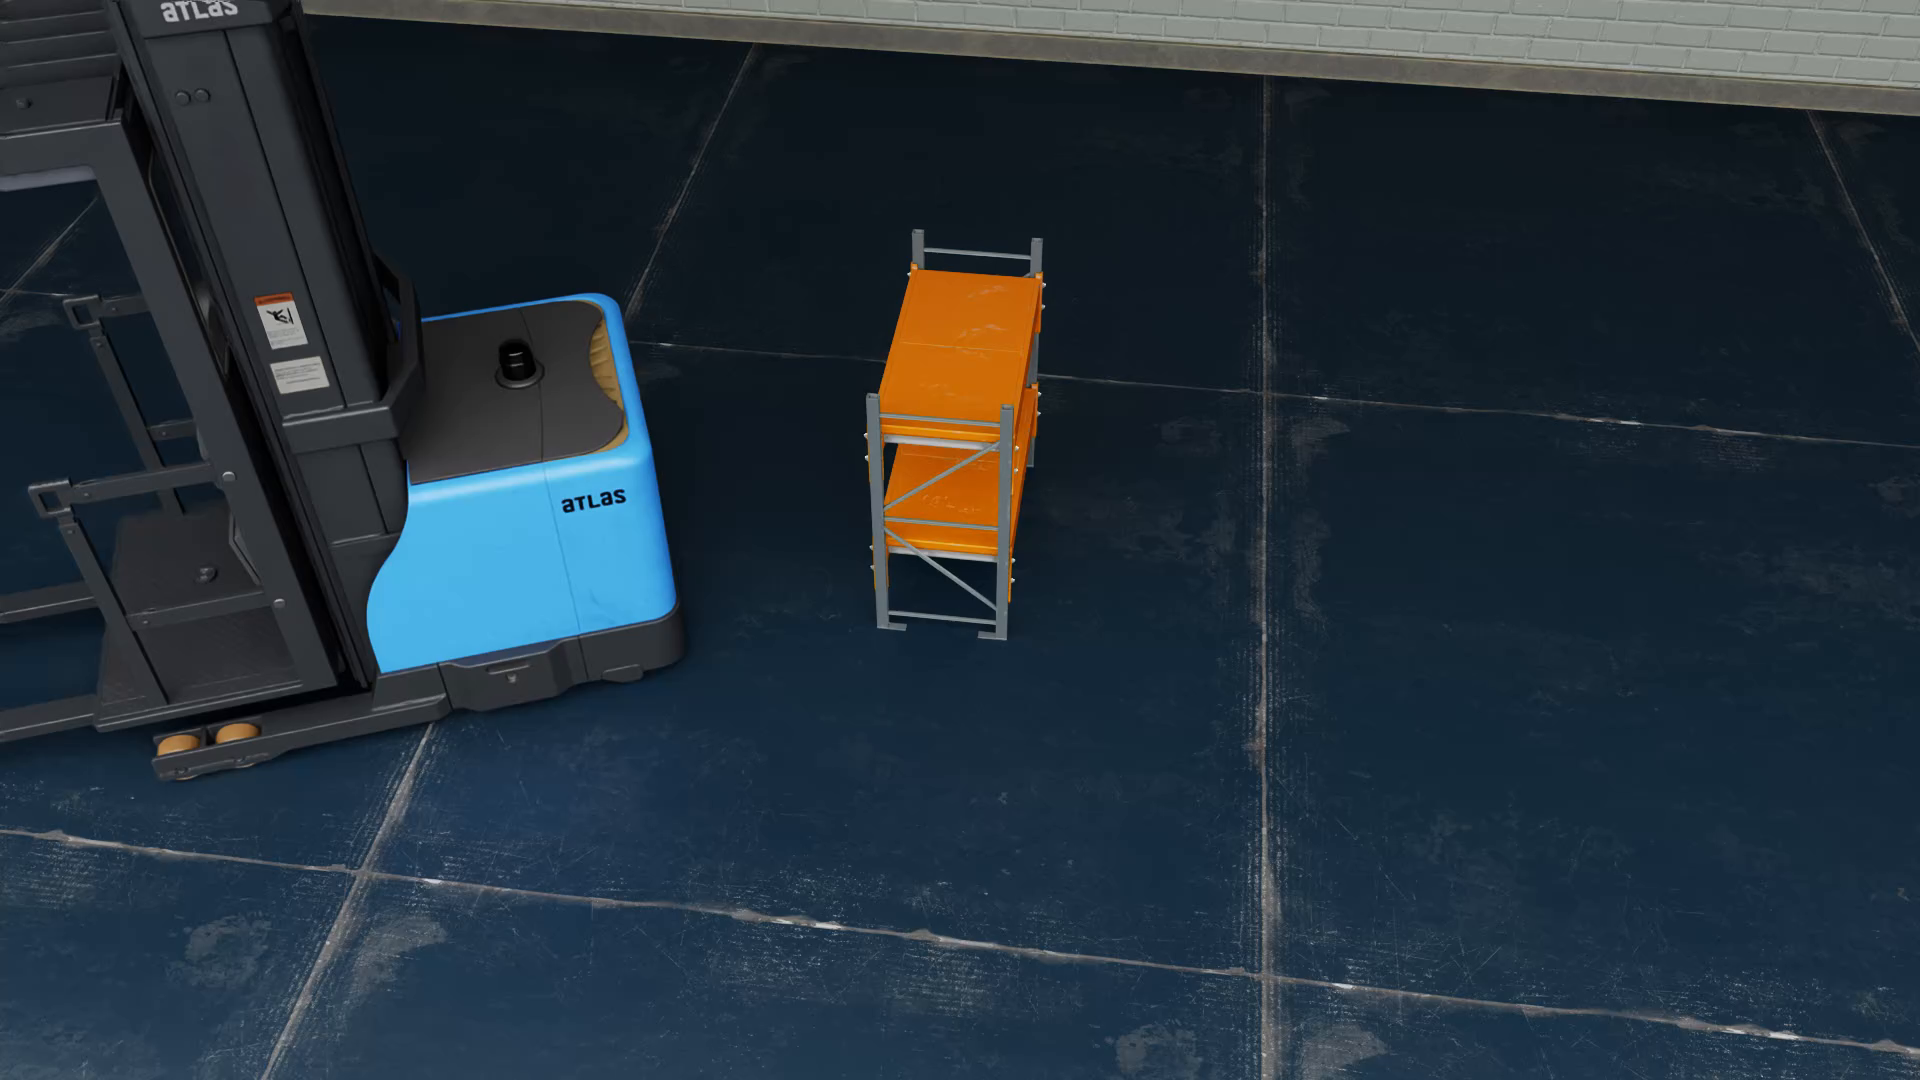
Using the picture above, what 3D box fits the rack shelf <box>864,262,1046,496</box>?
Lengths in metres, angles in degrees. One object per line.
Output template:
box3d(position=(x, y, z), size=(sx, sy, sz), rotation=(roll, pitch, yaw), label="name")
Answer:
box3d(position=(-0.001, -0.616, 6.157), size=(0.538, 0.278, 1.000), rotation=(5, 44, 6), label="rack shelf")

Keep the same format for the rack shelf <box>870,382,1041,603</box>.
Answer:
box3d(position=(-0.001, -0.226, 6.527), size=(0.538, 0.278, 1.000), rotation=(5, 44, 6), label="rack shelf")

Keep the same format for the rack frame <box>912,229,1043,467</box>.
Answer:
box3d(position=(0.066, -0.750, 6.724), size=(0.500, 1.125, 0.032), rotation=(5, 44, 6), label="rack frame")

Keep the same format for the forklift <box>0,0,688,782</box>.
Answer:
box3d(position=(-2.595, -0.626, 5.279), size=(3.031, 2.935, 1.130), rotation=(-11, 45, -11), label="forklift")

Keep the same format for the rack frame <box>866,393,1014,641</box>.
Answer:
box3d(position=(-0.068, -0.057, 5.993), size=(0.500, 1.125, 0.032), rotation=(5, 44, 6), label="rack frame")

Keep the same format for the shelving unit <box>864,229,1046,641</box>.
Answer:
box3d(position=(-0.001, -0.404, 6.358), size=(0.538, 1.125, 1.048), rotation=(5, 44, 6), label="shelving unit")
